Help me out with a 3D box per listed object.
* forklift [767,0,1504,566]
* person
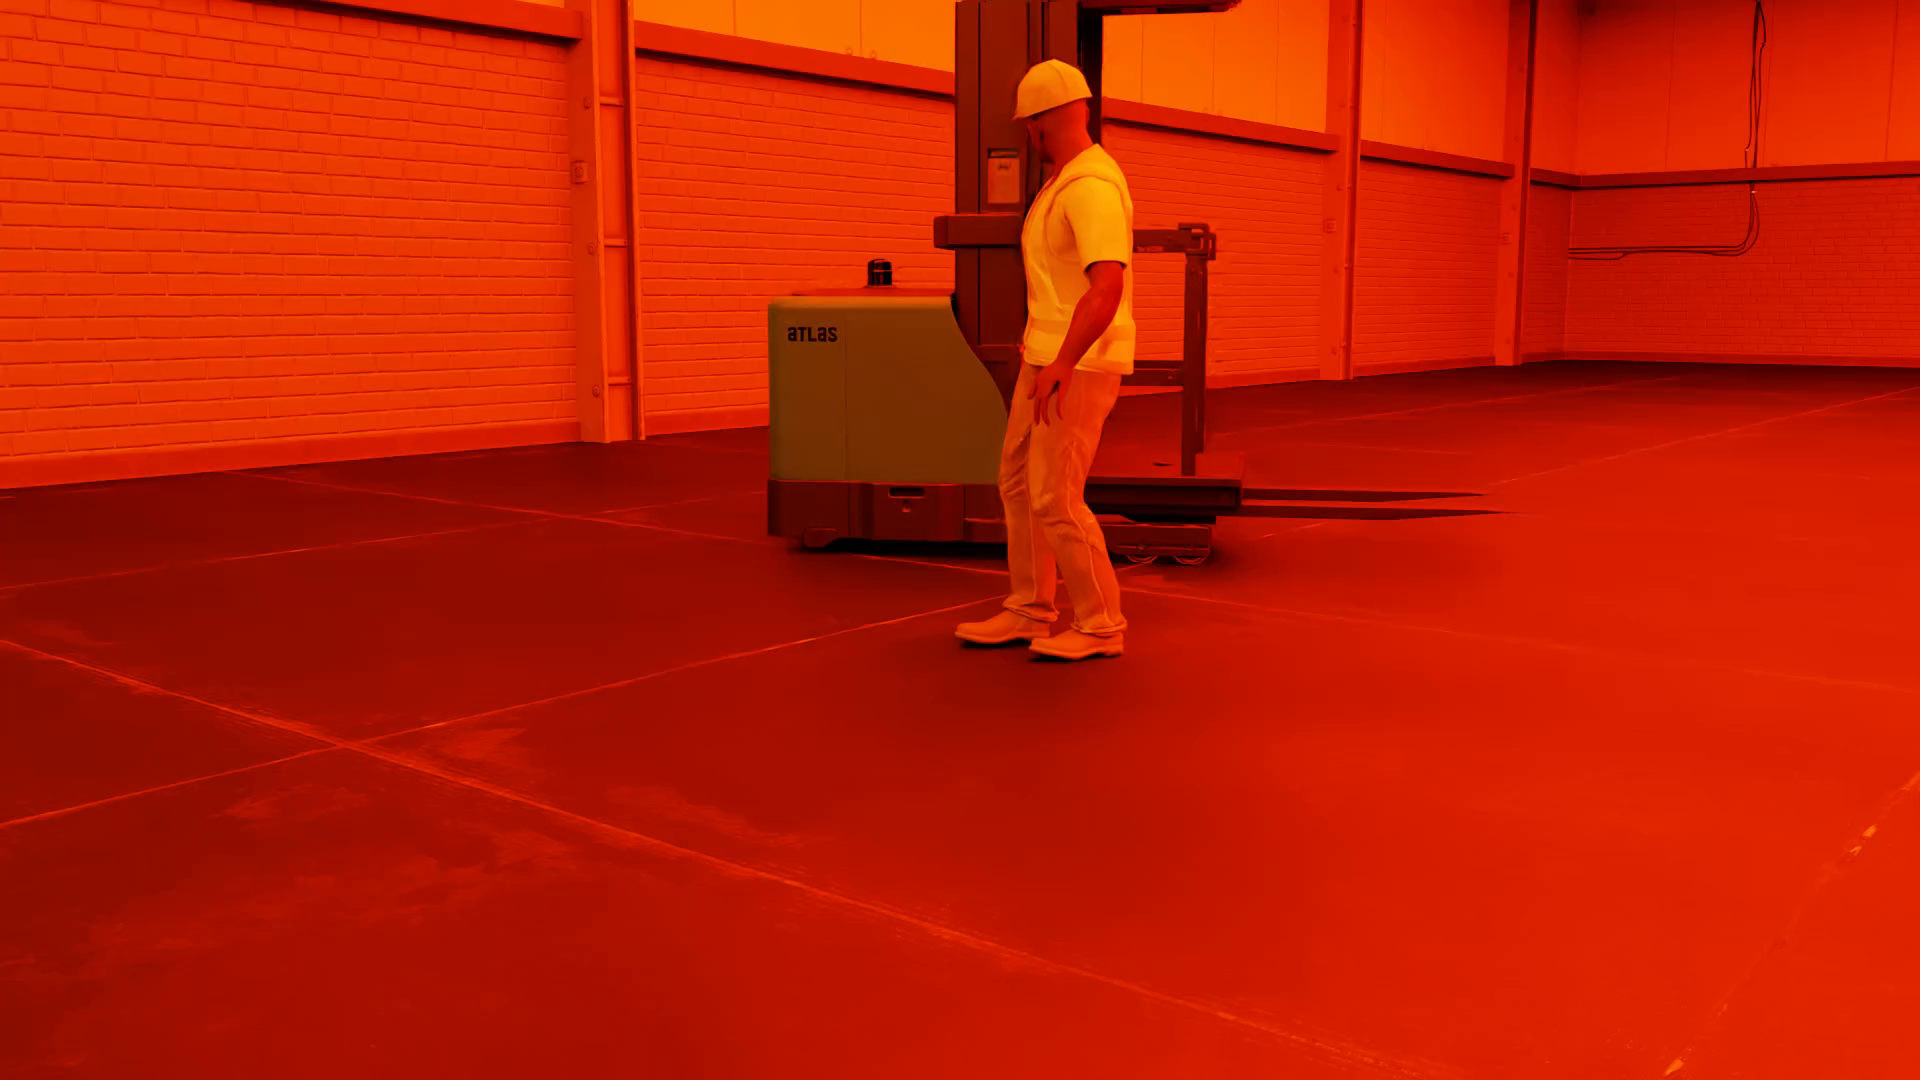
[{"bbox_3d":[0.746,-1.431,7.059,3.031,2.935,1.130,2,8,10],"label":"forklift"},{"bbox_3d":[0.264,-0.517,4.927,0.523,1.743,0.794,-1,8,-8],"label":"person"}]
